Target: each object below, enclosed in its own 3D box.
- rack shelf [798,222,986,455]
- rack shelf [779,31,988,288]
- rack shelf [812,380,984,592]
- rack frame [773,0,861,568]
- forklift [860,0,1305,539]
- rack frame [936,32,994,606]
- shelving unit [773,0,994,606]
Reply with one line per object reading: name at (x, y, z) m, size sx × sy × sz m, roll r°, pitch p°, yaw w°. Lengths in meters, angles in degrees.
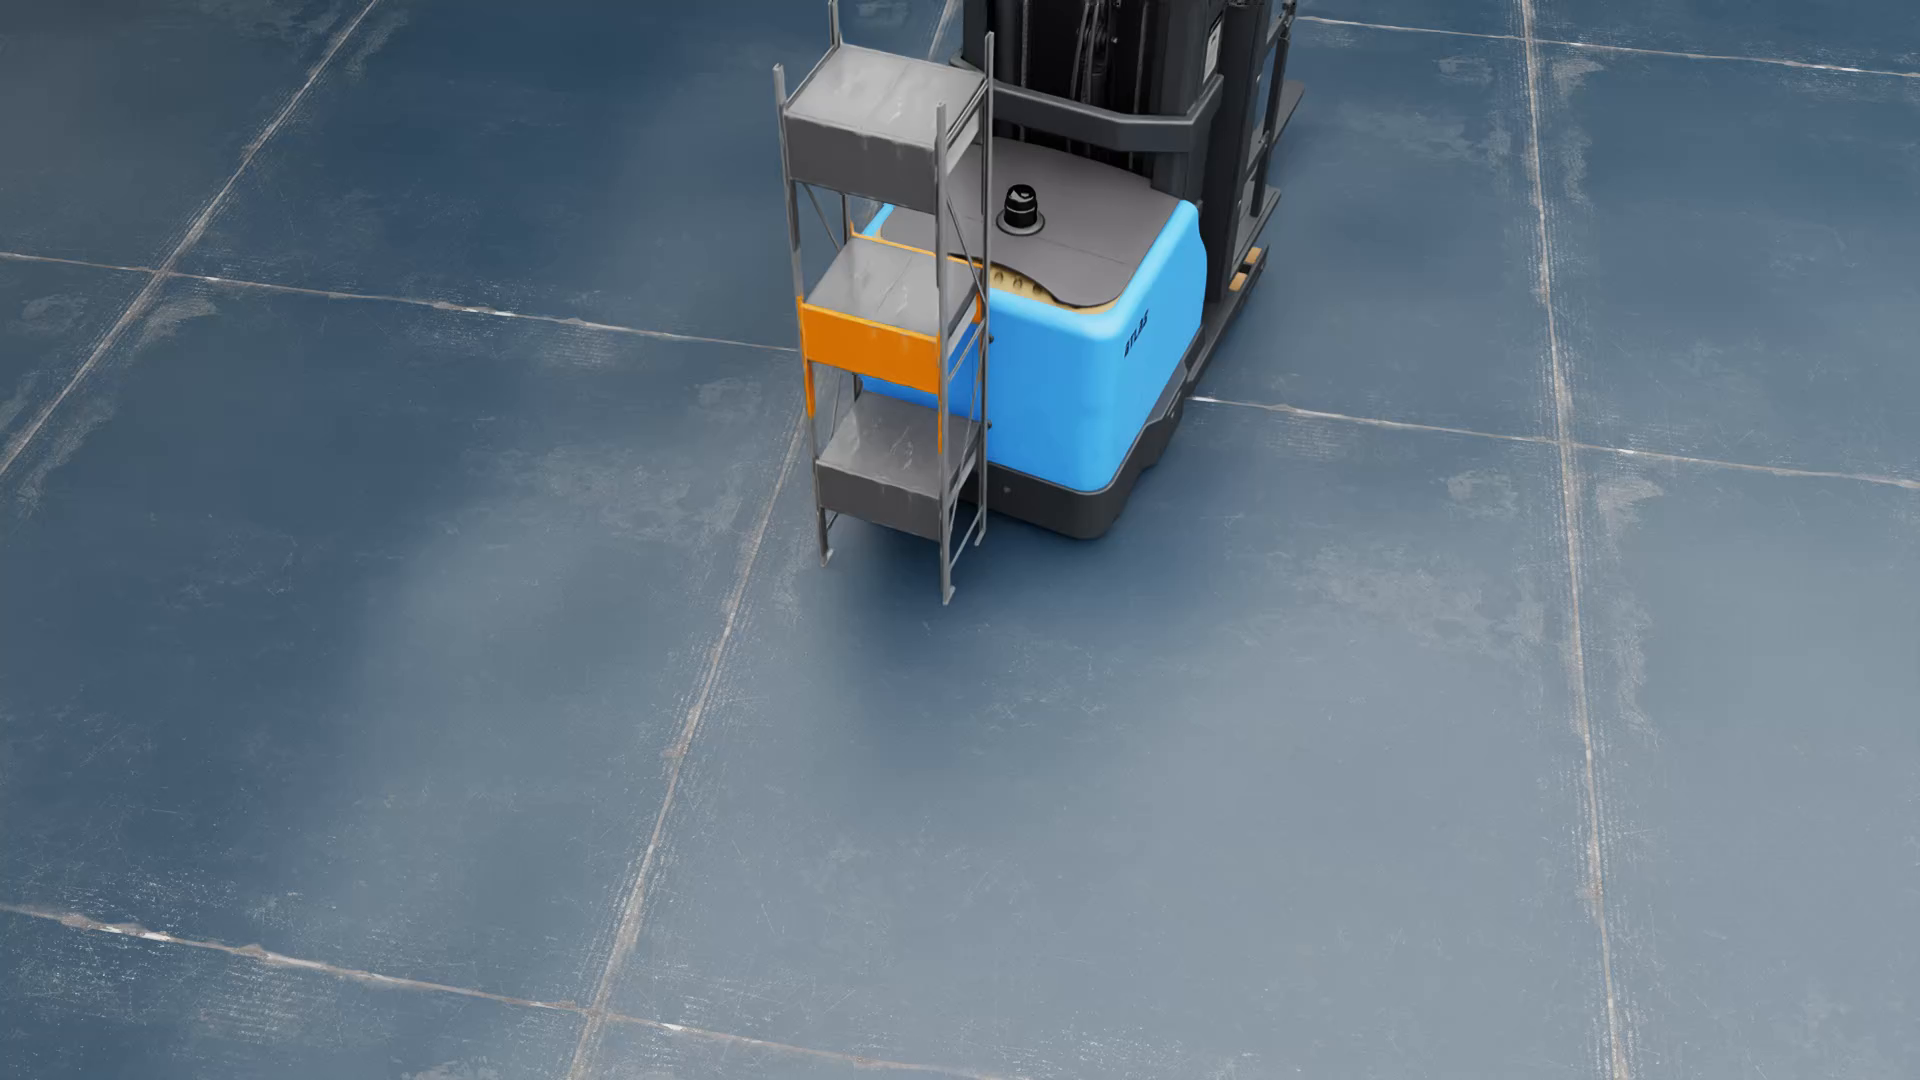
rack shelf at (-0.209, -0.660, 5.450) m, size 0.480 × 0.518 × 0.431 m, roll 16°, pitch 50°, yaw 14°
rack shelf at (-0.210, -1.128, 4.929) m, size 0.480 × 0.518 × 0.431 m, roll 16°, pitch 50°, yaw 14°
rack shelf at (-0.209, -0.192, 5.970) m, size 0.480 × 0.518 × 0.431 m, roll 16°, pitch 50°, yaw 14°
rack frame at (-0.436, -0.736, 5.500) m, size 0.015 × 2.100 × 0.400 m, roll 16°, pitch 50°, yaw 14°
forklift at (0.686, -2.094, 6.161) m, size 1.130 × 2.935 × 3.031 m, roll 19°, pitch 51°, yaw 17°
rack frame at (0.017, -0.602, 5.379) m, size 0.015 × 2.100 × 0.400 m, roll 16°, pitch 50°, yaw 14°
shelving unit at (-0.209, -0.669, 5.439) m, size 0.503 × 2.100 × 0.431 m, roll 16°, pitch 50°, yaw 14°
